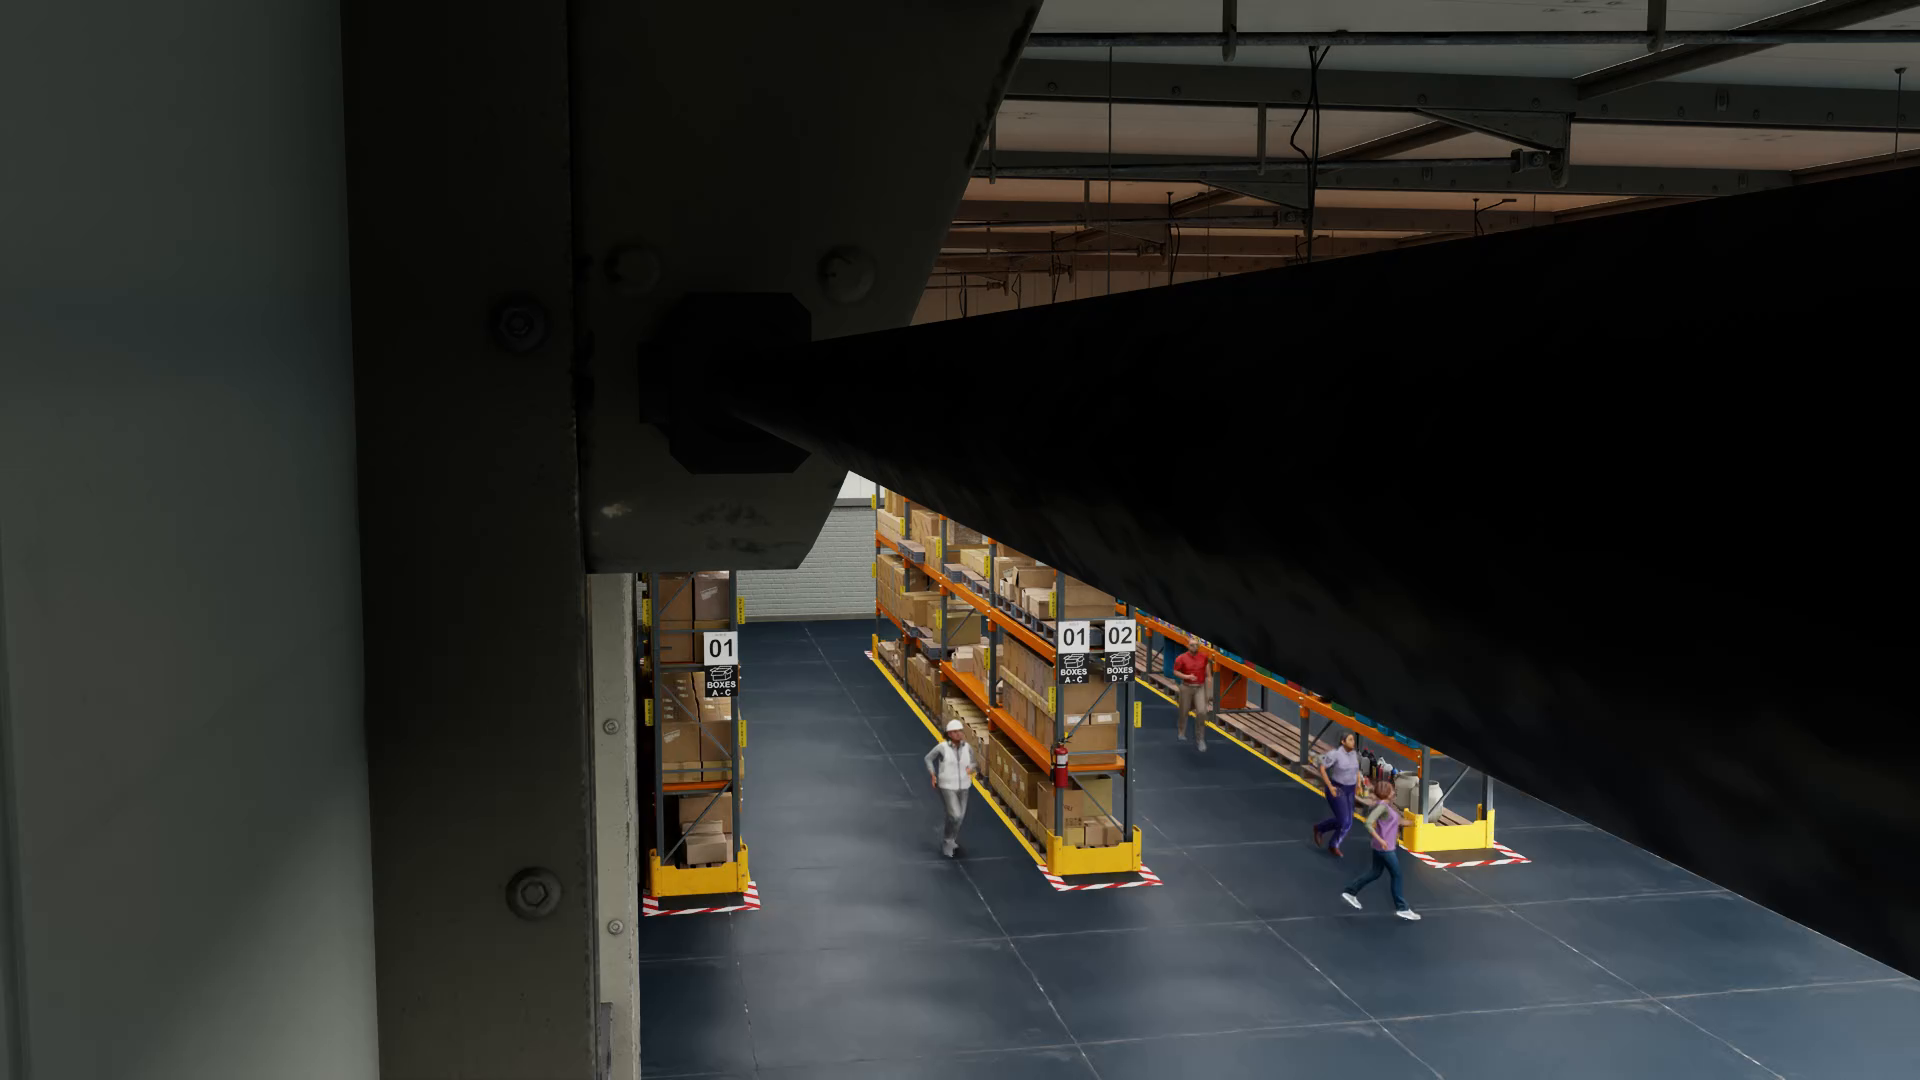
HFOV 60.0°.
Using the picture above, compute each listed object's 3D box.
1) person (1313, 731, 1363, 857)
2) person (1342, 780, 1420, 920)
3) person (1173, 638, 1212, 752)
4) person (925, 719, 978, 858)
[{"bbox_3d":[5.020,3.319,21.853,0.622,1.622,0.532,-4,7,-34],"label":"person"},{"bbox_3d":[4.860,3.552,19.134,0.883,1.594,0.531,1,6,10],"label":"person"},{"bbox_3d":[3.764,2.483,26.899,0.683,1.820,0.767,-1,6,-9],"label":"person"},{"bbox_3d":[-0.067,3.238,21.658,0.626,1.800,0.714,-3,7,-26],"label":"person"}]
